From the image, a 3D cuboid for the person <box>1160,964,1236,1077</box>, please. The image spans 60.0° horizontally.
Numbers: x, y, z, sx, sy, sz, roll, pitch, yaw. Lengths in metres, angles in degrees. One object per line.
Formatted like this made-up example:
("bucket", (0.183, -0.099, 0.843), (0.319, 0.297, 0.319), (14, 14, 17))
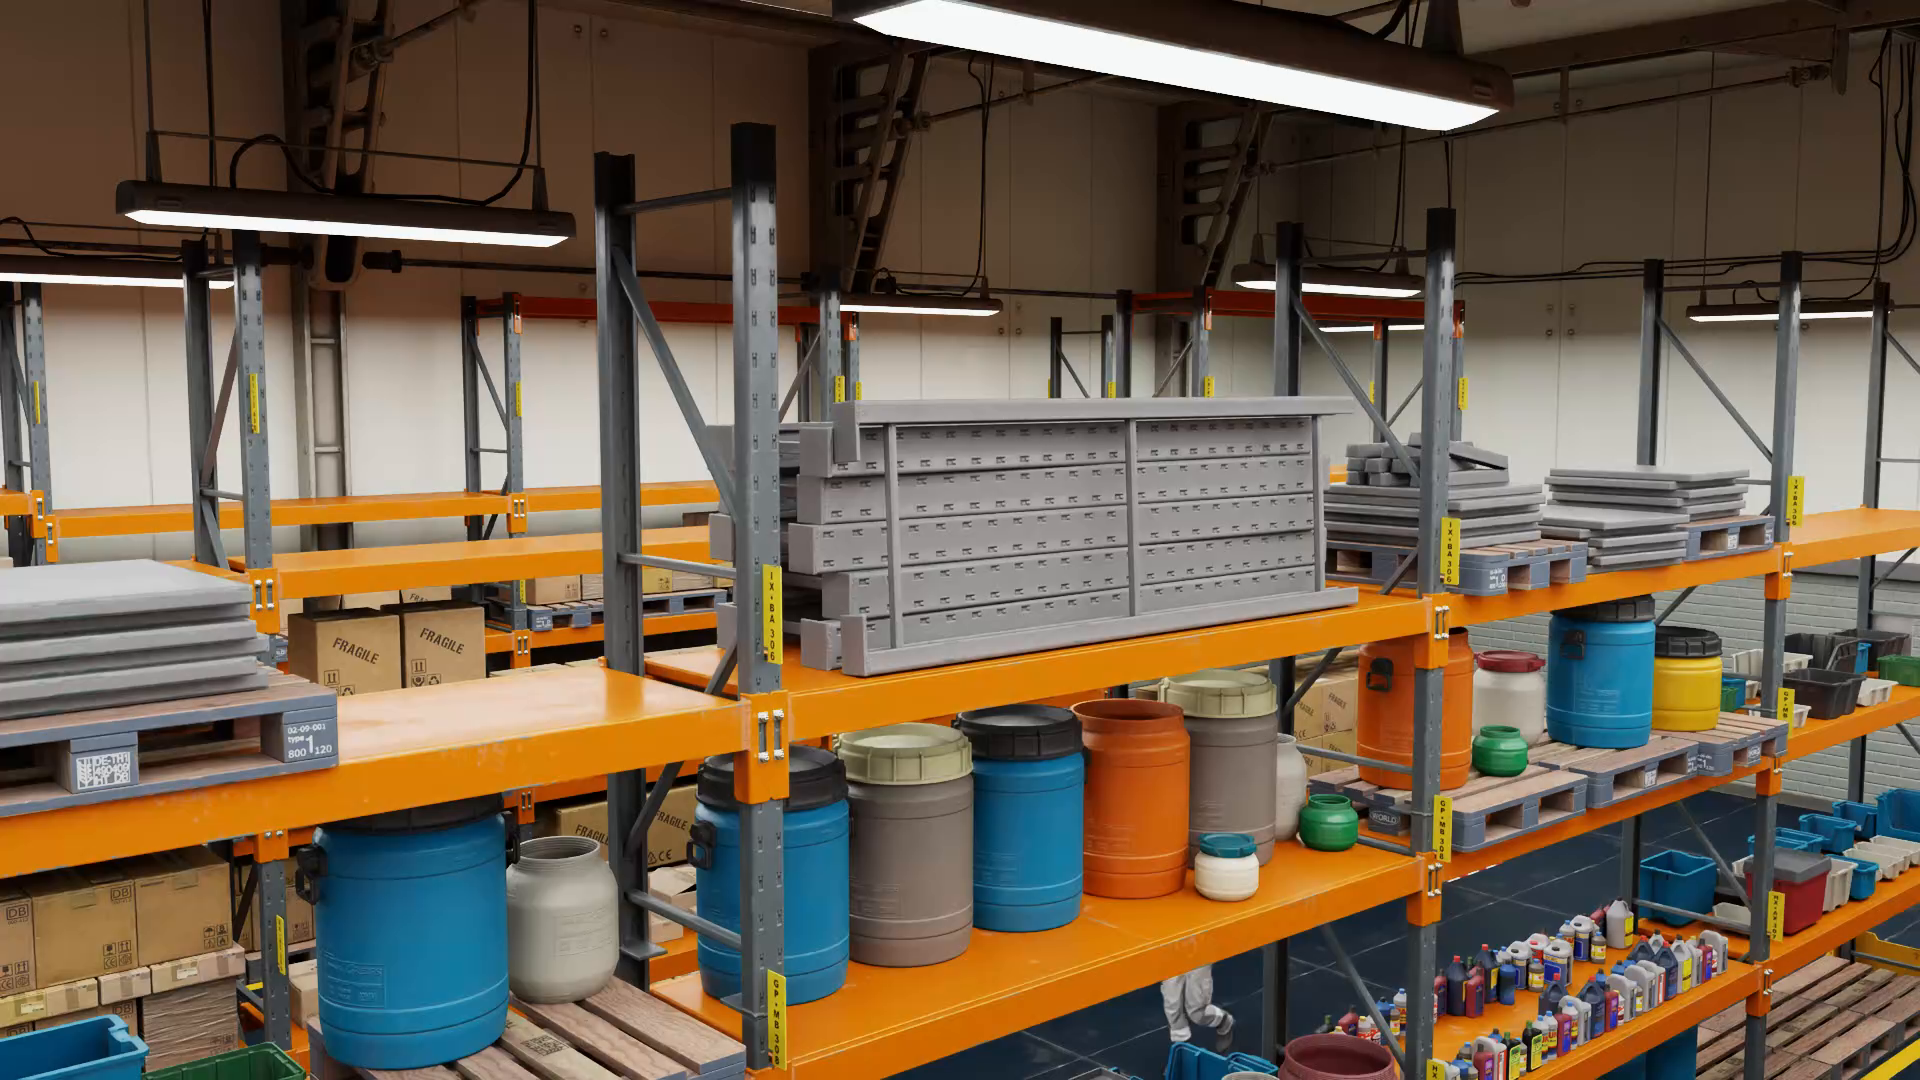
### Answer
("person", (1.763, 3.106, 12.500), (0.705, 1.756, 0.681), (-5, 8, -44))
